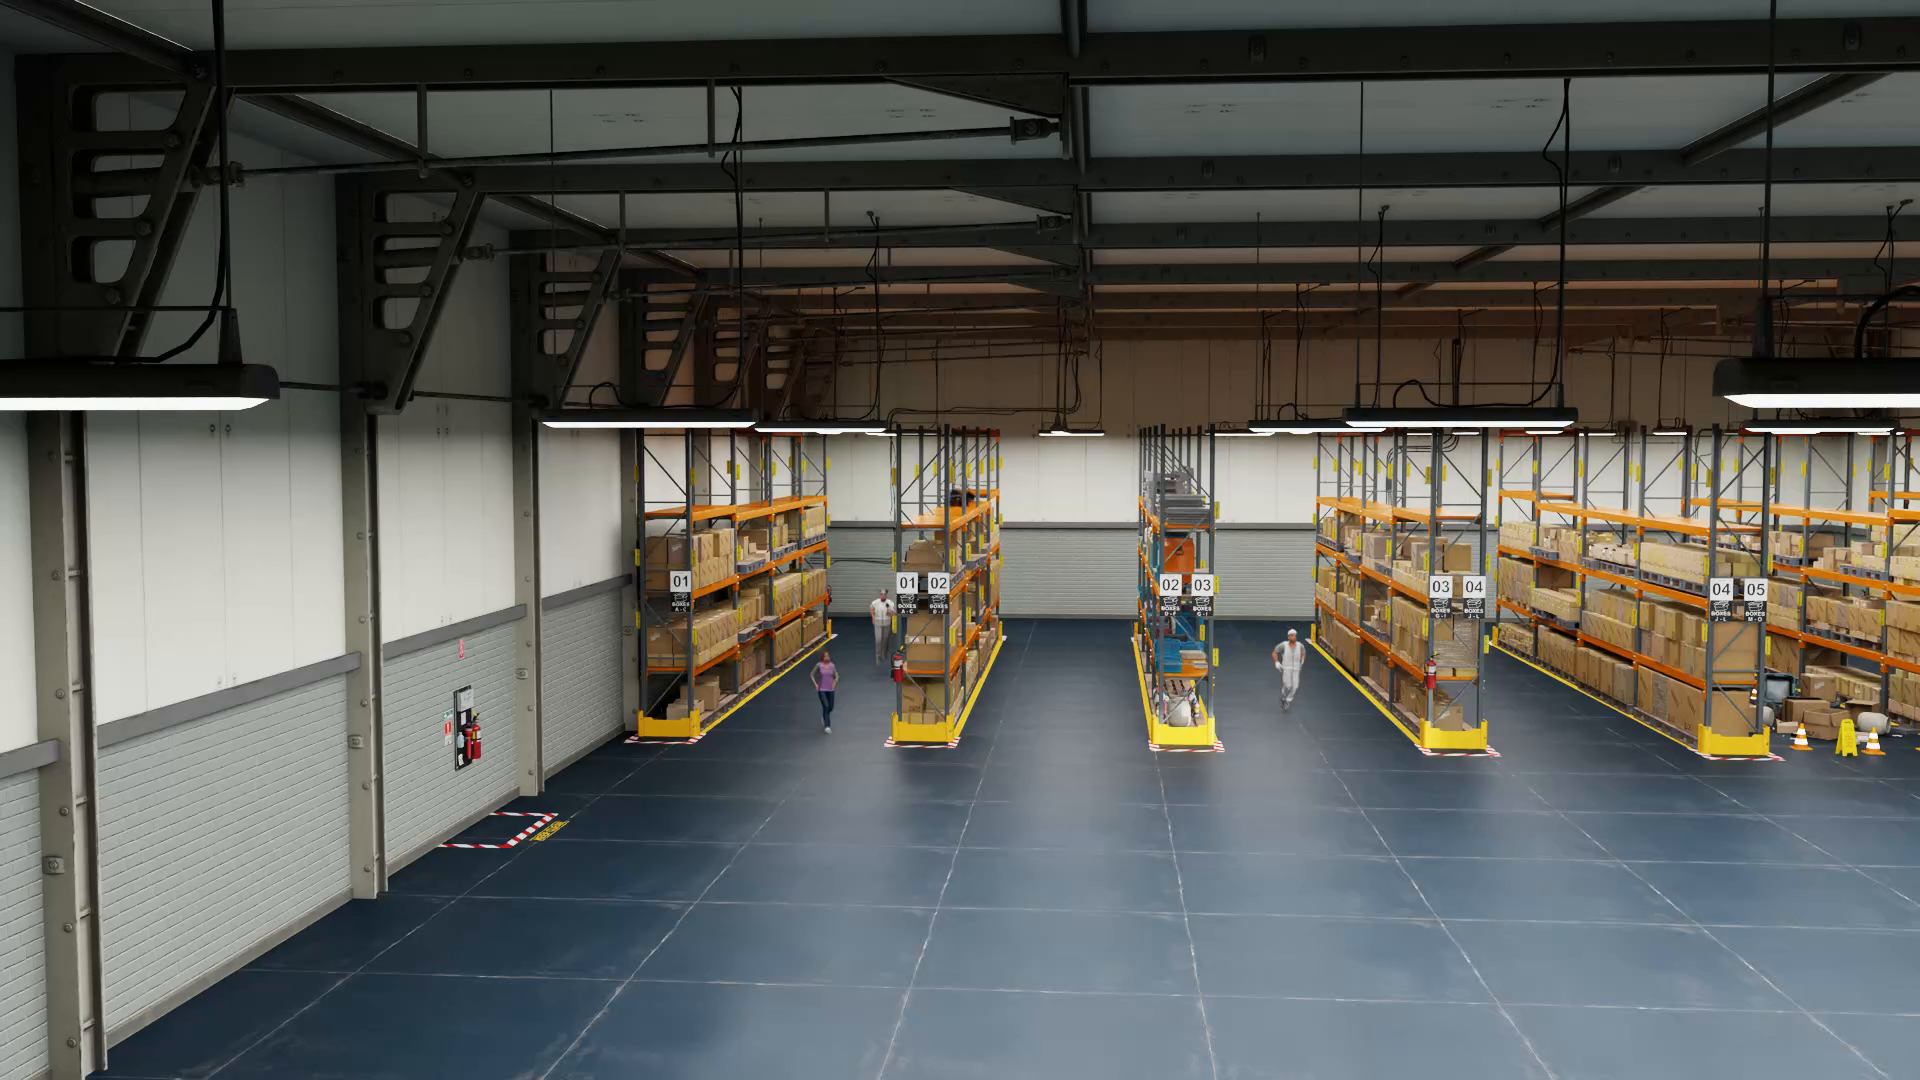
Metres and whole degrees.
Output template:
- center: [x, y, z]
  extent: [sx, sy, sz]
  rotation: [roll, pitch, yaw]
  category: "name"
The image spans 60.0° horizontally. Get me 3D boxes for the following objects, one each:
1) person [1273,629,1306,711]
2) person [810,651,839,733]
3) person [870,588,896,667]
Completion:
- center: [6.918, 2.730, 34.719]
  extent: [0.658, 1.736, 0.613]
  rotation: [0, 4, -8]
  category: "person"
- center: [-2.654, 2.949, 32.561]
  extent: [0.556, 1.587, 0.719]
  rotation: [-1, 4, -21]
  category: "person"
- center: [-1.873, 2.114, 40.510]
  extent: [0.642, 1.884, 0.785]
  rotation: [0, 3, -4]
  category: "person"
